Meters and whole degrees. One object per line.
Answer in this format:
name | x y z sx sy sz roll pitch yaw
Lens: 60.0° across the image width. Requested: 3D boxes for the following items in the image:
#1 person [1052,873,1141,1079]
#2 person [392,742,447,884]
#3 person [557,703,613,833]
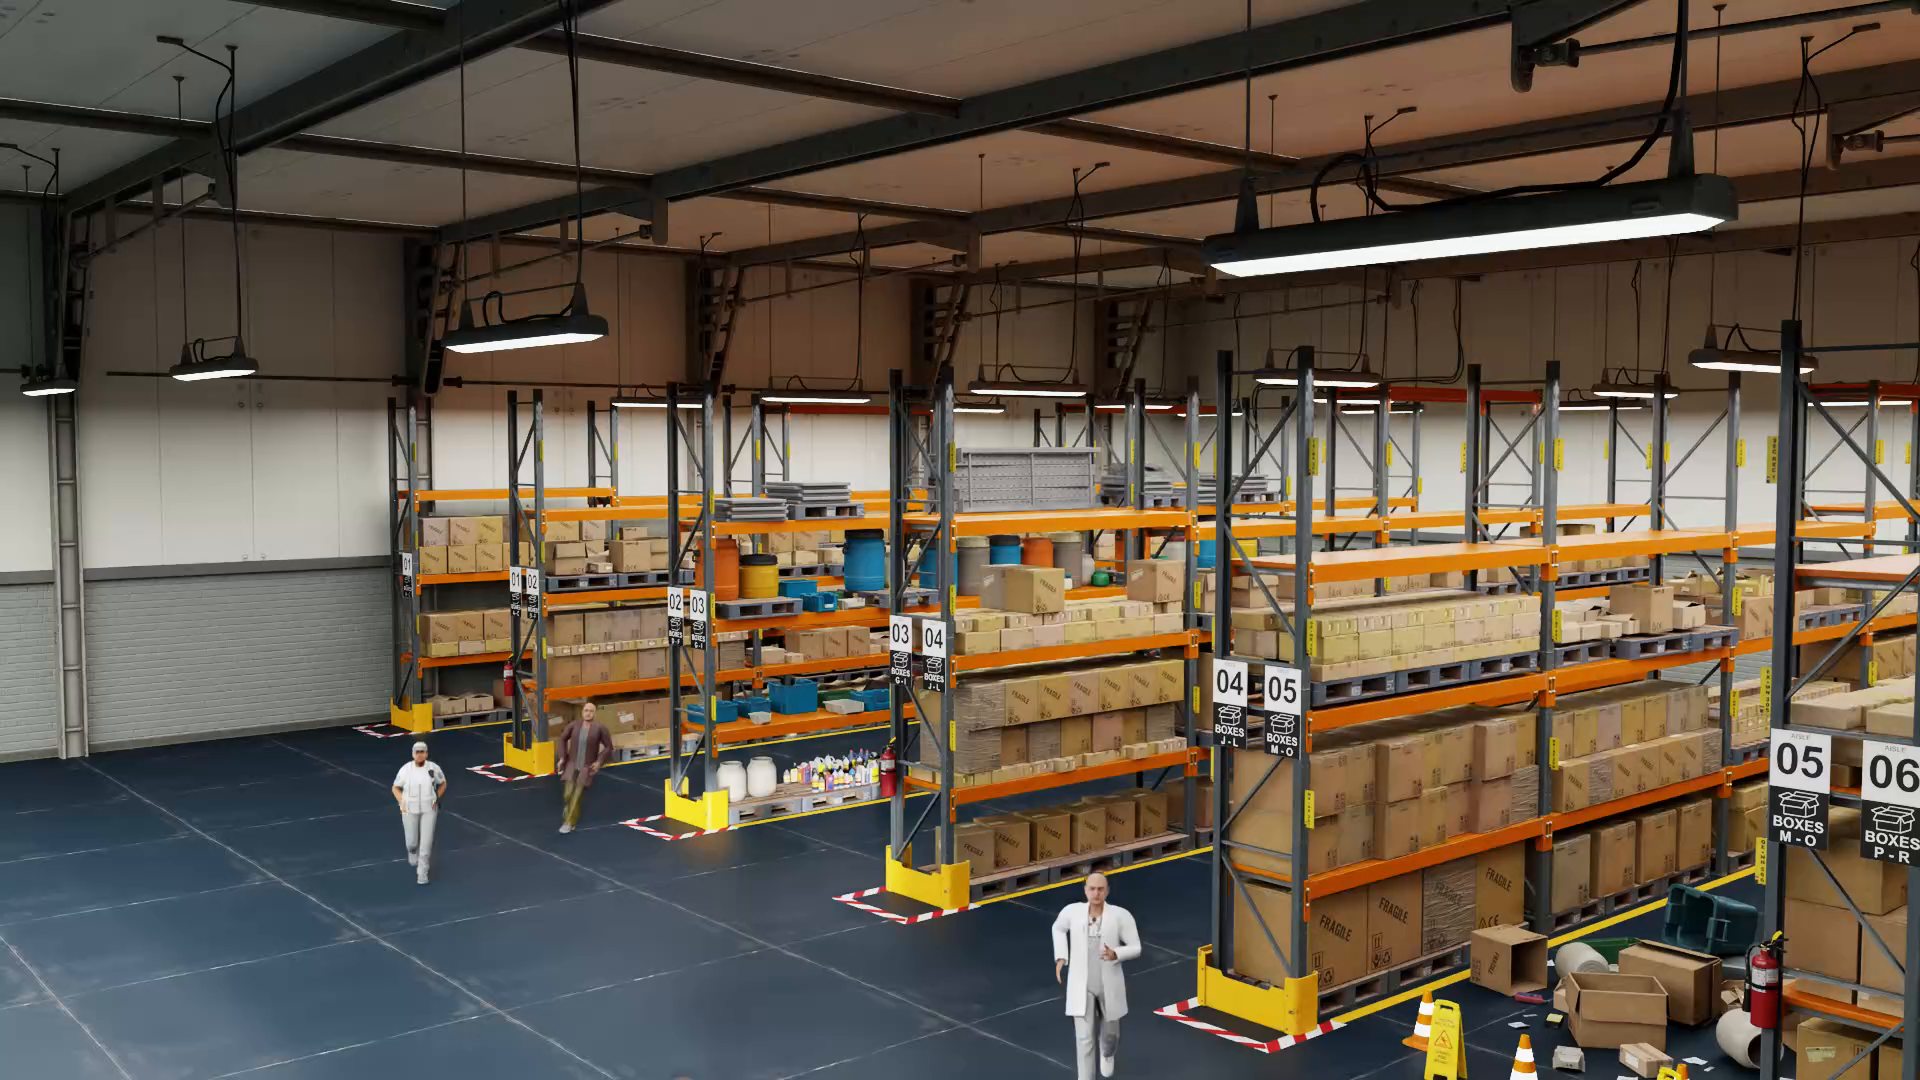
person | 1.064 3.492 13.037 0.709 1.754 1.003 0 3 6
person | -6.386 3.197 19.683 0.625 1.628 0.726 -1 4 -20
person | -5.000 3.020 22.152 0.742 1.696 0.596 0 3 0
